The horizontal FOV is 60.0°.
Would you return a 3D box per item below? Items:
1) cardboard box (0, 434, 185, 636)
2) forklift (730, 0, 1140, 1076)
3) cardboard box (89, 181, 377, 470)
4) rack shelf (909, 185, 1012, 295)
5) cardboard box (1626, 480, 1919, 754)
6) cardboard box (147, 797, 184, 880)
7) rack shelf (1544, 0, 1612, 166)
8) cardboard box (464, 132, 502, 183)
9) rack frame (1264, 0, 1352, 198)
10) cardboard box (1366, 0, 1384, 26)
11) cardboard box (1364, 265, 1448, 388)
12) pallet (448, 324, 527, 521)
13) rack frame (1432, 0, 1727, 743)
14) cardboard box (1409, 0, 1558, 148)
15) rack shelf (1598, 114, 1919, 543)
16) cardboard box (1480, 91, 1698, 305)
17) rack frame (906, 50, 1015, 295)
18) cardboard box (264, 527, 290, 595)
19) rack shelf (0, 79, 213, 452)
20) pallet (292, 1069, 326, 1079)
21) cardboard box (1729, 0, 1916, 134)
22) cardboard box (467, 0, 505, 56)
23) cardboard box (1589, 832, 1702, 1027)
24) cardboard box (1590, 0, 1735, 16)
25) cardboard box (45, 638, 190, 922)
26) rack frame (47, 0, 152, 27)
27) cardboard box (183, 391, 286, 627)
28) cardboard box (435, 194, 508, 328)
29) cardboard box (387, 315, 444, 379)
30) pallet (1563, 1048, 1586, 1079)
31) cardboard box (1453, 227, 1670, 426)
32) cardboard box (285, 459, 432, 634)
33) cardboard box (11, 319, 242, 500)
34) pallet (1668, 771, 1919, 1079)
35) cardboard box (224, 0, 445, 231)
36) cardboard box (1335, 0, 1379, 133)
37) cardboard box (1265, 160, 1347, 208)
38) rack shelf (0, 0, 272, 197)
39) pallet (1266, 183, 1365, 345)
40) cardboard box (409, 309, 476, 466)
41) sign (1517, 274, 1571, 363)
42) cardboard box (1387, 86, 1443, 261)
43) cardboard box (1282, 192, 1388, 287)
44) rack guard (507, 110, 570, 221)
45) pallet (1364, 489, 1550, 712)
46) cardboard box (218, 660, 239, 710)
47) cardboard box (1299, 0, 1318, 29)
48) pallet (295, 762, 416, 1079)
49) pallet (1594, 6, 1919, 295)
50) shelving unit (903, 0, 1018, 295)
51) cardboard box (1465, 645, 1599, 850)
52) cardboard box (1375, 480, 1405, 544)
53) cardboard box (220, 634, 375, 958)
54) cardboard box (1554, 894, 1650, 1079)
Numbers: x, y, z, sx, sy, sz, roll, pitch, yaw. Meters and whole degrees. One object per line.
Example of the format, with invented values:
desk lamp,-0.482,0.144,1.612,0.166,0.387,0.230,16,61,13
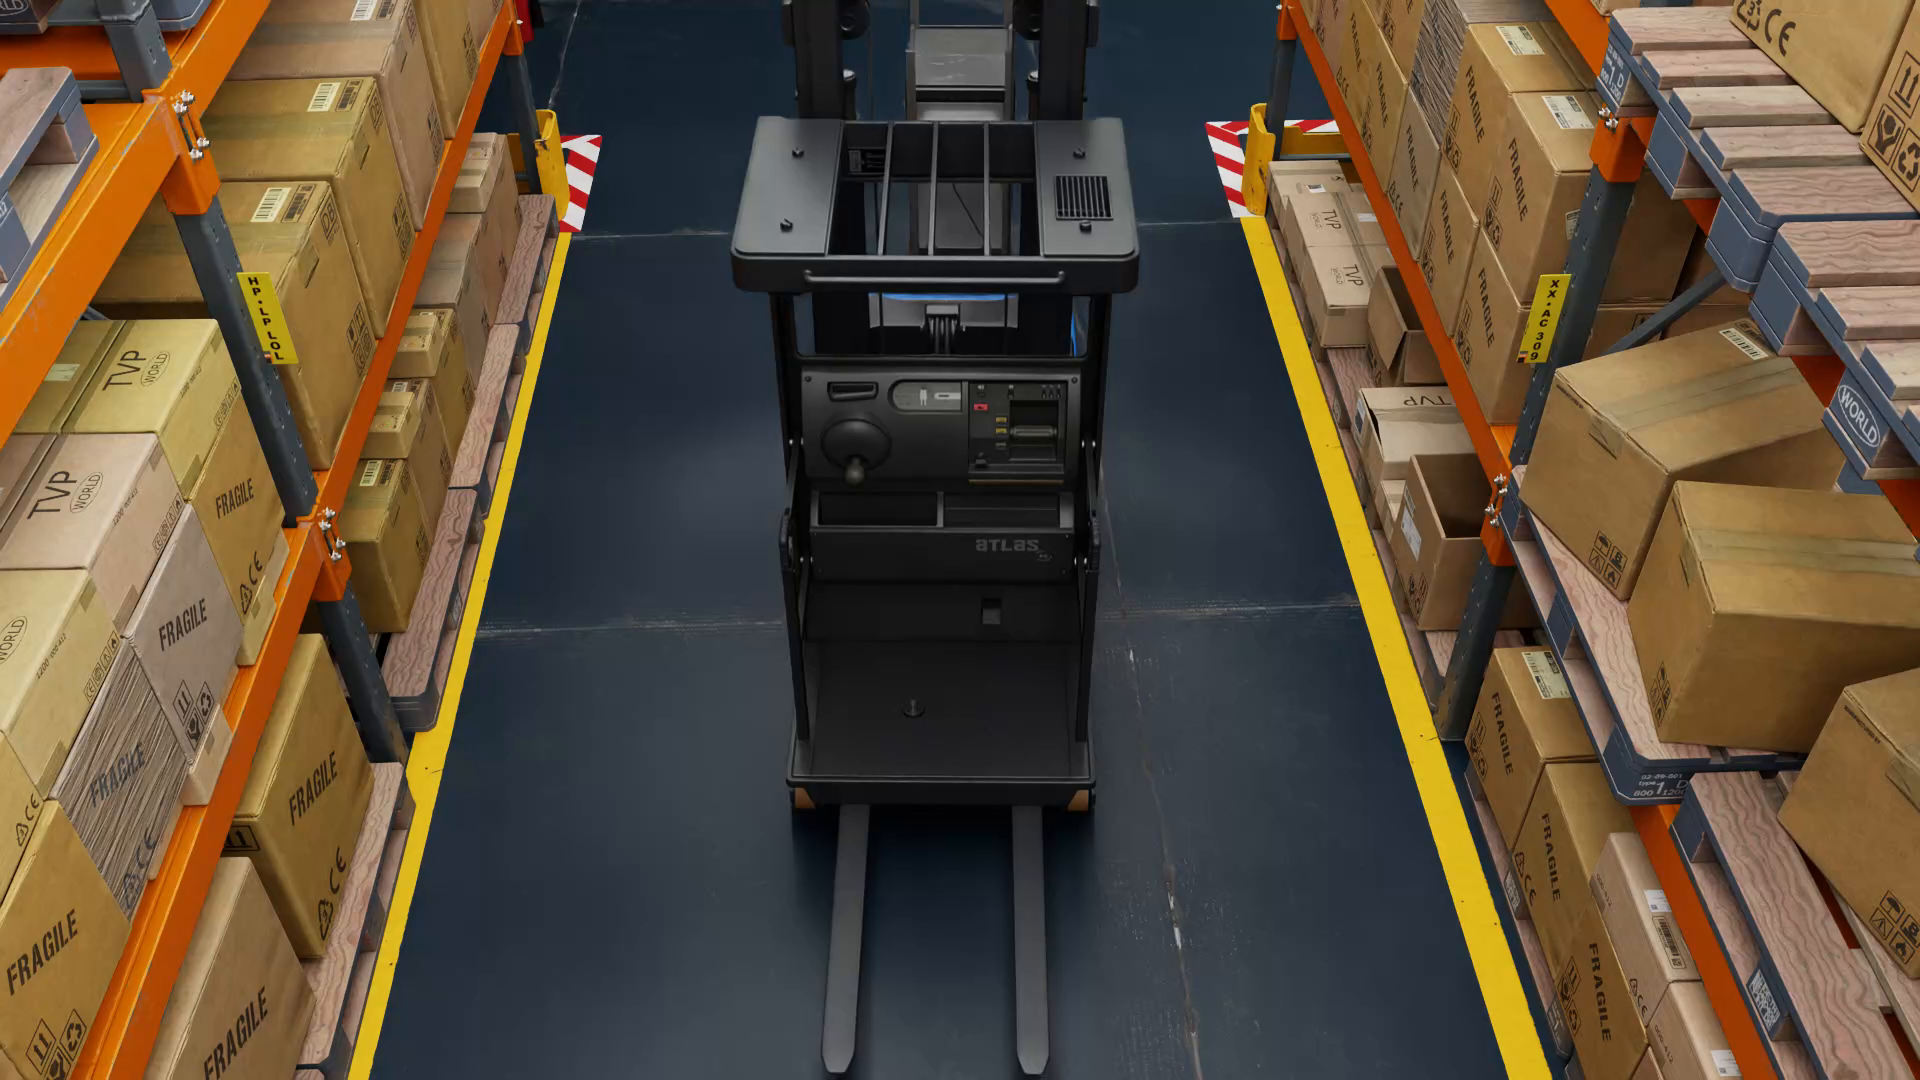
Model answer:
cardboard box,-2.316,-0.014,4.182,0.500,0.250,0.500,-1,43,-1
forklift,-0.062,-0.294,5.402,1.130,2.935,3.031,0,43,0
cardboard box,-2.610,-0.715,5.588,0.980,0.700,0.700,-1,43,-1
rack shelf,0.003,-1.176,6.999,0.431,0.518,0.480,0,43,0
cardboard box,2.235,0.215,4.411,0.700,0.500,0.500,5,43,5
cardboard box,-2.292,0.757,4.375,0.380,0.149,0.250,-2,43,-2
rack shelf,2.261,-2.573,6.149,1.077,0.370,4.000,-2,43,-2
cardboard box,-2.456,-1.859,8.117,0.380,0.149,0.250,-2,43,-2
rack frame,2.176,-3.082,8.393,1.000,3.000,0.127,-2,43,-2
cardboard box,1.977,-2.490,6.933,0.500,0.500,0.500,-1,43,-1
cardboard box,2.261,-0.892,7.525,0.797,0.503,0.637,-2,43,-2
pallet,-2.612,-0.551,7.695,1.003,0.211,1.213,-2,43,-2
rack frame,2.346,-0.382,5.447,1.000,3.000,0.127,-2,43,-2
cardboard box,2.020,-1.807,6.188,0.500,0.500,0.500,-1,43,-1
rack shelf,2.430,0.128,3.203,1.077,0.370,4.000,-2,43,-2
cardboard box,2.065,-1.121,5.440,0.500,0.500,0.500,-1,43,-2
rack frame,0.001,-1.021,6.810,0.400,2.100,0.015,0,43,0
cardboard box,-2.306,0.068,5.127,0.380,0.149,0.250,-1,43,-1
rack shelf,-2.519,0.272,3.046,1.077,0.370,4.000,-2,43,-2
pallet,-2.441,2.135,4.765,1.003,0.211,1.213,-2,43,-2
cardboard box,2.293,-1.374,3.851,0.600,0.600,0.600,-5,43,-6
cardboard box,-2.742,-2.704,7.758,0.980,0.700,0.700,0,43,0
cardboard box,2.165,1.109,4.789,0.500,0.250,0.500,-2,43,-2
cardboard box,2.059,-1.753,4.834,0.500,0.250,0.500,-2,43,-2
cardboard box,-2.288,0.597,4.070,0.500,0.500,0.500,-2,43,-2
rack frame,-2.604,-2.449,3.262,1.000,3.000,0.127,-2,43,-2
cardboard box,-2.332,-0.087,4.816,0.500,0.500,0.500,-2,43,-2
cardboard box,-2.622,-1.364,8.057,0.700,0.500,0.500,-2,43,-2
cardboard box,-2.387,-0.806,6.969,0.380,0.149,0.250,-3,43,-3
pallet,2.473,2.020,4.891,1.003,0.211,1.213,-2,43,-2
cardboard box,2.068,-0.749,5.773,0.500,0.500,0.500,-1,43,-1
cardboard box,-2.533,0.022,6.546,0.700,0.500,0.500,-1,43,-1
cardboard box,-2.328,-0.360,4.559,0.500,0.250,0.500,-1,43,-1
pallet,2.428,1.076,3.998,1.003,0.211,1.213,-2,43,-2
cardboard box,-2.677,-1.699,6.661,0.980,0.700,0.700,-4,43,-4
cardboard box,1.977,-2.125,7.274,0.500,0.500,0.500,-2,43,-2
cardboard box,1.850,-1.901,8.888,0.380,0.149,0.250,-2,43,-2
rack shelf,-2.688,-2.428,5.992,1.077,0.370,4.000,-2,43,-2
pallet,2.214,-1.465,8.692,1.003,0.211,1.213,-2,43,-2
cardboard box,-2.570,-0.664,7.294,0.700,0.500,0.500,-1,43,-1
sign,1.804,-0.680,5.132,0.100,0.325,0.005,-2,43,-2
cardboard box,2.021,-1.444,6.531,0.500,0.500,0.500,-1,43,-1
cardboard box,1.937,-1.518,8.396,0.500,0.250,0.500,-2,43,-2
rack guard,-2.774,-2.032,9.097,1.175,0.500,0.348,-2,43,-2
pallet,2.317,0.182,6.895,1.003,0.211,1.213,-2,43,-2
cardboard box,-2.306,0.414,4.750,0.380,0.149,0.250,0,43,0
cardboard box,1.931,-2.812,8.024,0.500,0.500,0.500,-1,43,-1
pallet,-2.495,1.309,5.665,1.003,0.211,1.213,-2,43,-2
pallet,2.303,-0.976,4.014,1.213,0.211,1.003,-2,43,-2
shelving unit,0.003,-1.186,6.990,0.431,2.100,0.503,0,43,0
cardboard box,2.123,0.711,5.779,0.500,0.500,0.500,-3,43,-4
cardboard box,1.962,-0.121,6.947,0.380,0.149,0.250,-2,43,-2
cardboard box,-2.446,0.835,5.399,0.750,0.750,0.750,-1,43,-1
cardboard box,2.170,1.408,5.018,0.500,0.500,0.500,-1,43,-1
